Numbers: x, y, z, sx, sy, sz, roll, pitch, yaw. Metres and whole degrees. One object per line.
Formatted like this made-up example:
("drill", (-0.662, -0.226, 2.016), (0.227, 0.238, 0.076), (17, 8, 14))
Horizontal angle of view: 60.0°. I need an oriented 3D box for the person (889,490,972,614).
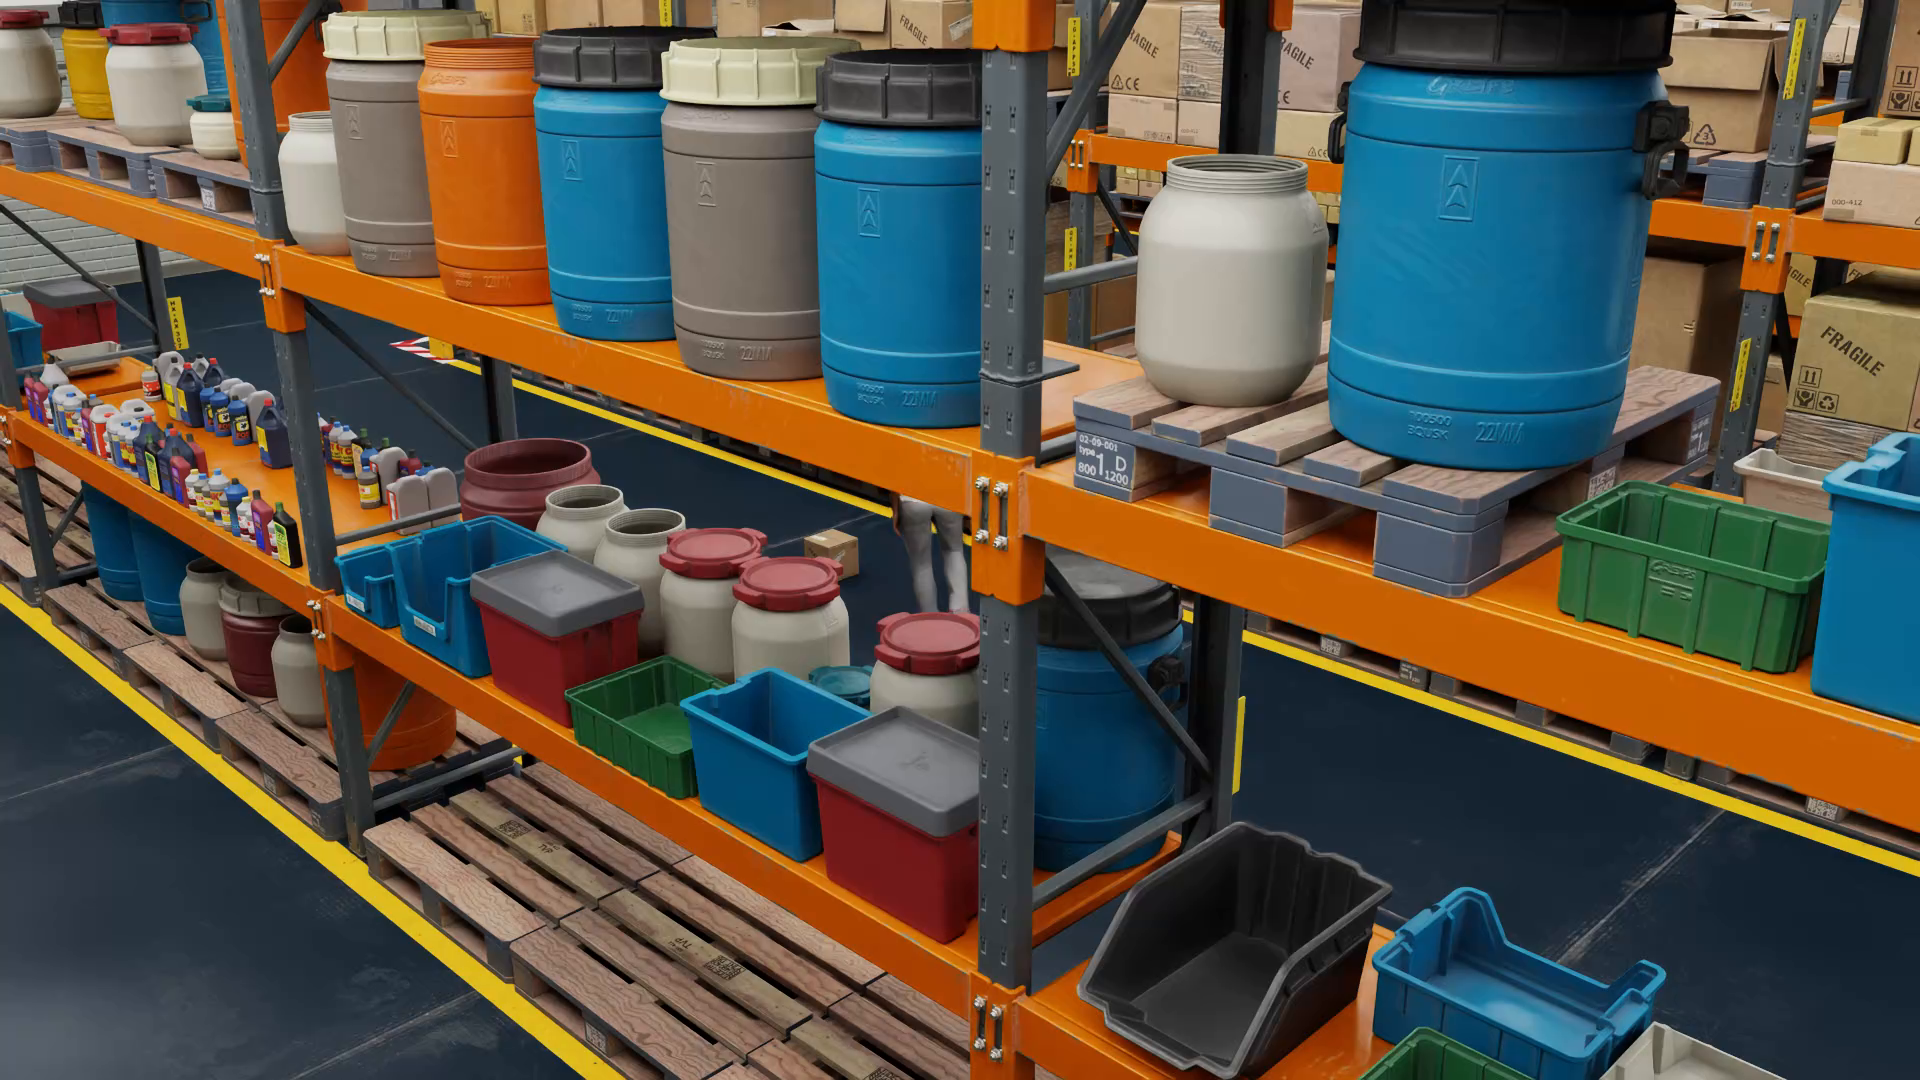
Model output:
("person", (-0.145, -0.191, 9.547), (0.529, 1.672, 0.526), (-5, 21, -14))
